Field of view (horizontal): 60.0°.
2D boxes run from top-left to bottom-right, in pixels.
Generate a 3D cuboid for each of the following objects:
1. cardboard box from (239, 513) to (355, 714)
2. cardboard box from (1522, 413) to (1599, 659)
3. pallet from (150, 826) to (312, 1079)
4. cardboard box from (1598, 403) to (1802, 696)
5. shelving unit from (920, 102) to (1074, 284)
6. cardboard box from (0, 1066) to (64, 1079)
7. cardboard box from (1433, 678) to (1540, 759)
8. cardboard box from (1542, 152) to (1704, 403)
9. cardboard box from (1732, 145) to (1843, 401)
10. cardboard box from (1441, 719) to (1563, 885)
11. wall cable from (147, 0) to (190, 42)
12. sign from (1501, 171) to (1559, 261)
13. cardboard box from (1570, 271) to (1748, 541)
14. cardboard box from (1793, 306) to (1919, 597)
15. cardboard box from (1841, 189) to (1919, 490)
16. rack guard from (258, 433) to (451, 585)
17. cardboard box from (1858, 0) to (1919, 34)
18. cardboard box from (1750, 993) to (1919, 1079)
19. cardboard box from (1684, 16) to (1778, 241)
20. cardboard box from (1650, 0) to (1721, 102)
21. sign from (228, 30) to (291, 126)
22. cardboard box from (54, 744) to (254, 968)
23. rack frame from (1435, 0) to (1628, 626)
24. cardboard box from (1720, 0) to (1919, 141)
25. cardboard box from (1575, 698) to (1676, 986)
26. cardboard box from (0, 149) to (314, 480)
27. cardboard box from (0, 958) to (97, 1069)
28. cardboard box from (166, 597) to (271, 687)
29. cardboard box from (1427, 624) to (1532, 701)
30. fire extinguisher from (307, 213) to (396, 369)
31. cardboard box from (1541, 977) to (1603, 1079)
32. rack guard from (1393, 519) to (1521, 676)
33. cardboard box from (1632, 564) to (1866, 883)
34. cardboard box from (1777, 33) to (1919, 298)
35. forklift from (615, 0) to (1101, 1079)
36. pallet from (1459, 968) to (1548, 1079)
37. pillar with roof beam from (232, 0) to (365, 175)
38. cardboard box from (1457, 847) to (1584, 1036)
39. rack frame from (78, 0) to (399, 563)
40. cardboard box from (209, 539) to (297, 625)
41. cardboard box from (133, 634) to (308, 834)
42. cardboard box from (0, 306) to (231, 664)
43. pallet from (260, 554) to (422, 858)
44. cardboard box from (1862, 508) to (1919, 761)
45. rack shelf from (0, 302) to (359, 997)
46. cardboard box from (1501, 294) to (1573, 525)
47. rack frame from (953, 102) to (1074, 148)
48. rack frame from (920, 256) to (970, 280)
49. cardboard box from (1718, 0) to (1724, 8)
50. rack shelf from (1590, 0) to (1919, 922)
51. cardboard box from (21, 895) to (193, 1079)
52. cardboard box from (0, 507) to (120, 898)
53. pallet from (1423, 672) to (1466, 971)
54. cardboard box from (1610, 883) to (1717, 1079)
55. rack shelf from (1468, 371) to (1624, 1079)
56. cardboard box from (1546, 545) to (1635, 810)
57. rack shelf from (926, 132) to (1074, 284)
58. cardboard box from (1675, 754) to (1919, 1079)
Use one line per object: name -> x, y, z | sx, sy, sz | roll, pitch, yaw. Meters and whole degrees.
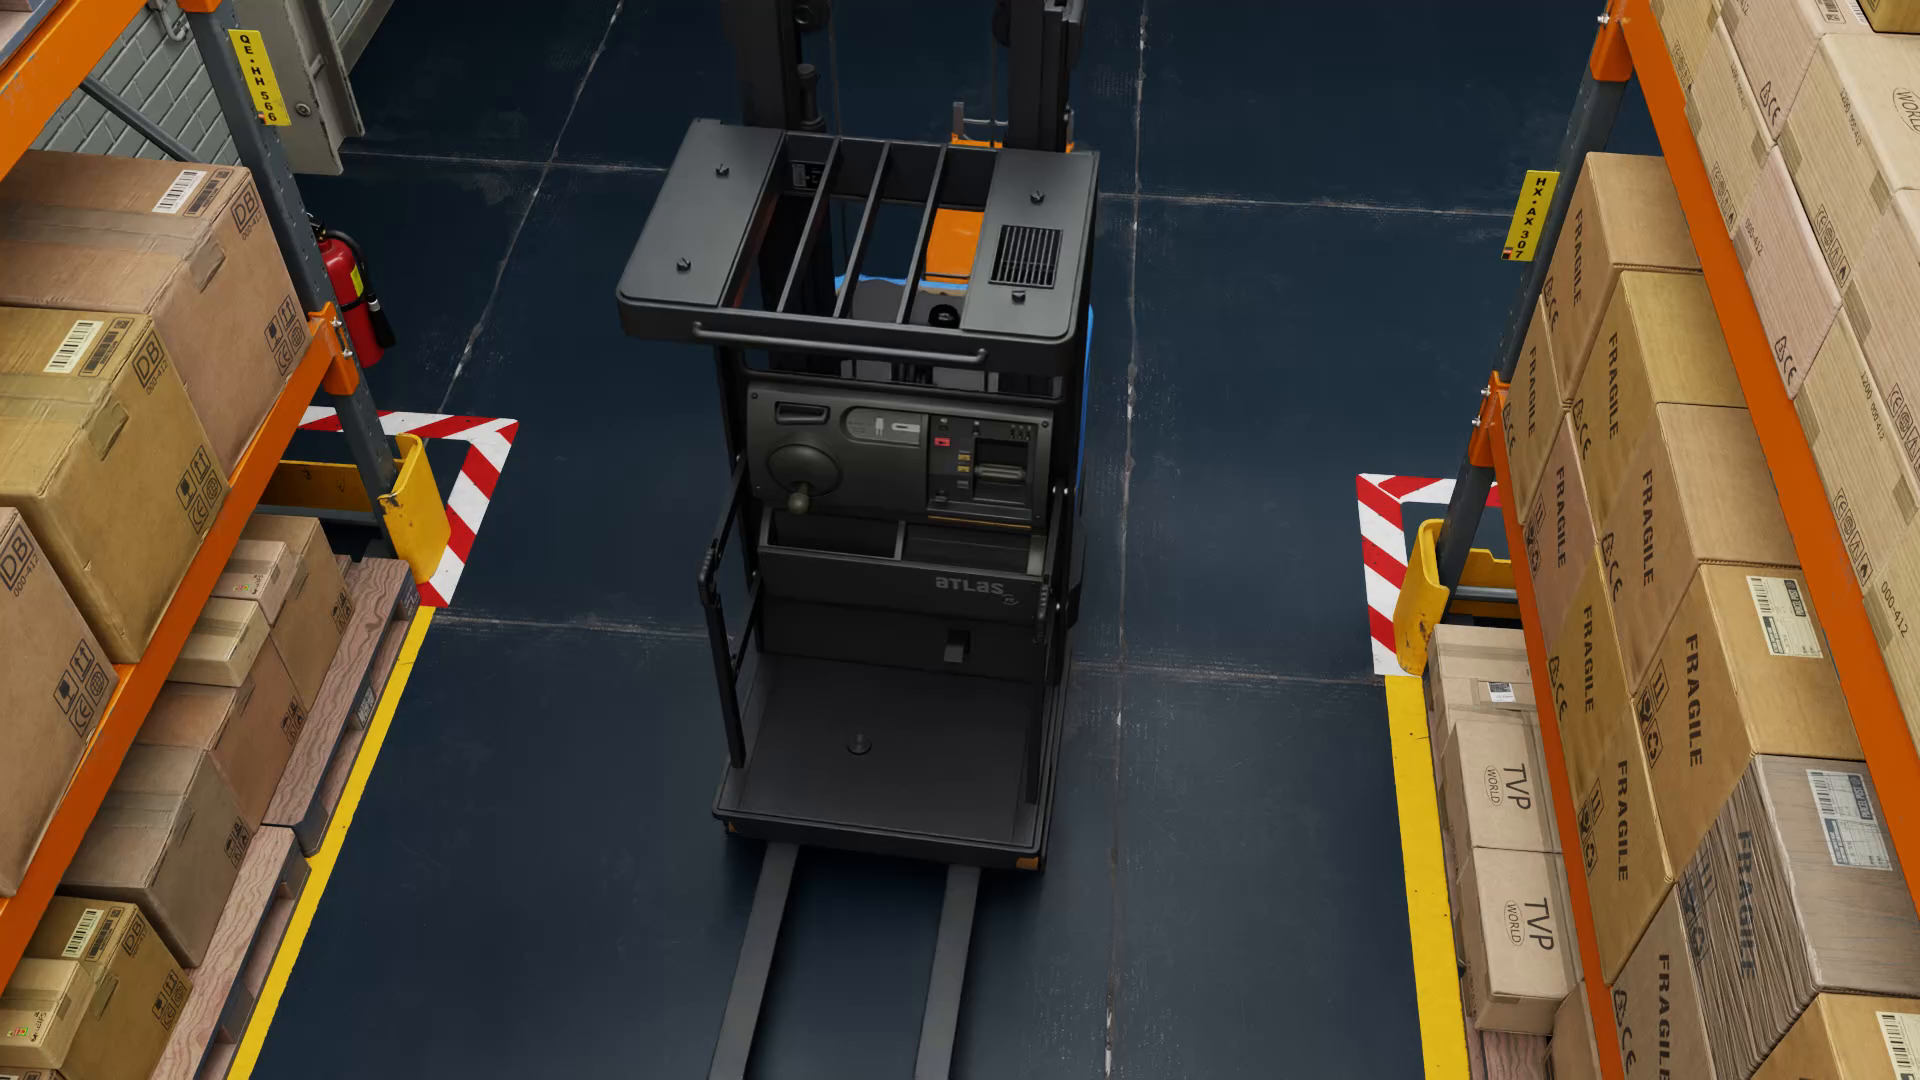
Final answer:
cardboard box -> -2.633, 0.245, 5.902 | 0.700, 0.500, 0.500 | 4, 48, 4
cardboard box -> 1.920, 0.007, 4.643 | 0.500, 0.500, 0.500 | 3, 48, 3
pallet -> -2.777, 1.450, 5.281 | 1.003, 0.211, 1.213 | 4, 48, 4
cardboard box -> 1.871, 0.042, 3.934 | 0.500, 0.500, 0.500 | 4, 48, 4
shelving unit -> 0.149, -1.028, 6.928 | 0.538, 1.125, 1.048 | 6, 48, 6
cardboard box -> -2.814, 1.752, 4.524 | 0.700, 0.500, 0.500 | 3, 48, 3
cardboard box -> 1.862, 0.629, 5.764 | 0.380, 0.166, 0.250 | 4, 48, 4
cardboard box -> 1.962, -0.710, 4.621 | 0.500, 0.500, 0.500 | 5, 48, 5
cardboard box -> 1.862, -0.515, 3.257 | 0.500, 0.250, 0.500 | 4, 48, 4
cardboard box -> 1.887, 0.880, 5.478 | 0.500, 0.250, 0.500 | 4, 48, 4
wall cable -> -3.494, -2.325, 6.155 | 0.084, 1.984, 1.851 | 4, 48, 4
sign -> 1.724, -0.976, 5.023 | 0.100, 0.325, 0.005 | 4, 48, 4
cardboard box -> 1.922, -0.326, 4.270 | 0.500, 0.500, 0.500 | 4, 48, 4
cardboard box -> 1.823, -0.147, 2.920 | 0.500, 0.250, 0.500 | 4, 48, 4
cardboard box -> 1.817, -0.316, 2.736 | 0.500, 0.250, 0.500 | 4, 48, 4
rack guard -> -2.666, -0.152, 6.550 | 1.175, 0.500, 0.348 | 4, 48, 4
cardboard box -> 2.104, -1.291, 3.120 | 0.700, 0.500, 0.500 | 4, 48, 4
cardboard box -> 1.732, 1.155, 2.915 | 0.500, 0.500, 0.500 | 3, 48, 3
cardboard box -> 1.906, -0.882, 3.593 | 0.500, 0.250, 0.500 | 4, 48, 4
cardboard box -> 1.965, -1.249, 3.928 | 0.500, 0.250, 0.500 | 4, 48, 4
sign -> -2.130, -1.402, 5.054 | 0.100, 0.325, 0.005 | 4, 48, 4
cardboard box -> -2.724, 0.983, 5.228 | 0.700, 0.500, 0.500 | 2, 48, 2
rack frame -> 2.265, -0.647, 5.309 | 1.000, 3.000, 0.127 | 4, 48, 4
cardboard box -> 1.906, -1.051, 3.408 | 0.500, 0.250, 0.500 | 4, 48, 4
cardboard box -> 1.824, 0.742, 3.970 | 0.500, 0.500, 0.500 | 4, 48, 4
cardboard box -> -2.705, -0.704, 5.157 | 0.980, 0.700, 0.700 | 6, 48, 5
cardboard box -> -2.603, 1.279, 4.517 | 0.380, 0.149, 0.250 | 3, 48, 2
cardboard box -> -2.486, 0.321, 5.394 | 0.380, 0.149, 0.250 | 5, 48, 5
cardboard box -> 1.884, 0.451, 5.939 | 0.380, 0.149, 0.250 | 4, 48, 4
fire extinguisher -> -2.195, -0.906, 5.851 | 0.296, 0.674, 0.183 | 4, 48, 4
cardboard box -> 2.066, 1.605, 4.643 | 0.797, 0.503, 0.637 | 4, 48, 4
rack guard -> 2.258, 0.252, 6.181 | 1.175, 0.500, 0.348 | 4, 48, 4
cardboard box -> 1.826, 0.415, 3.592 | 0.500, 0.500, 0.500 | 3, 48, 3
cardboard box -> 1.867, -0.683, 3.072 | 0.500, 0.250, 0.500 | 4, 48, 4
forklift -> -0.215, -0.145, 4.896 | 1.130, 2.935, 3.031 | 6, 48, 6
pallet -> 2.072, 1.830, 4.934 | 1.003, 0.211, 1.213 | 4, 48, 4
pillar with roof beam -> 1.003, -4.755, 5.001 | 9.100, 9.000, 0.400 | 4, 48, 4
cardboard box -> 1.842, 1.247, 5.142 | 0.500, 0.250, 0.500 | 4, 48, 4
rack frame -> -2.669, -0.978, 5.612 | 1.000, 3.000, 0.127 | 4, 48, 4
cardboard box -> -2.463, 0.133, 5.565 | 0.380, 0.149, 0.250 | 3, 48, 3
cardboard box -> -2.678, 0.613, 5.566 | 0.700, 0.500, 0.500 | 4, 48, 3
cardboard box -> -2.760, -0.168, 4.668 | 0.980, 0.700, 0.700 | 4, 48, 3
pallet -> -2.664, 0.556, 6.098 | 1.003, 0.211, 1.213 | 4, 48, 4
cardboard box -> 1.773, 0.220, 2.585 | 0.500, 0.250, 0.500 | 4, 48, 4
rack shelf -> -2.851, 0.735, 4.533 | 1.077, 0.370, 4.000 | 4, 48, 4
cardboard box -> 1.962, -0.373, 4.990 | 0.500, 0.500, 0.500 | 5, 48, 4
rack frame -> 0.221, -1.399, 7.267 | 0.500, 1.125, 0.032 | 6, 48, 6
rack frame -> 0.076, -0.656, 6.588 | 0.500, 1.125, 0.032 | 6, 48, 6
cardboard box -> 1.959, -1.418, 3.744 | 0.500, 0.250, 0.500 | 4, 48, 4
rack shelf -> 2.082, 0.053, 3.124 | 1.077, 0.370, 4.000 | 4, 48, 4
cardboard box -> -2.765, 1.375, 4.869 | 0.700, 0.500, 0.500 | 5, 48, 4
cardboard box -> -2.839, 0.391, 4.156 | 0.980, 0.700, 0.700 | 2, 48, 2
pallet -> 2.186, 0.936, 5.751 | 1.003, 0.211, 1.213 | 4, 48, 4
cardboard box -> 1.780, 1.117, 3.628 | 0.500, 0.500, 0.500 | 5, 48, 4
rack shelf -> 2.082, 1.065, 4.231 | 1.077, 0.370, 4.000 | 4, 48, 4
cardboard box -> 1.871, 0.375, 4.306 | 0.500, 0.500, 0.500 | 4, 48, 3
rack shelf -> 0.149, -1.225, 6.712 | 0.538, 0.278, 1.000 | 6, 48, 6
cardboard box -> 1.779, 0.785, 3.254 | 0.500, 0.500, 0.500 | 4, 48, 4
